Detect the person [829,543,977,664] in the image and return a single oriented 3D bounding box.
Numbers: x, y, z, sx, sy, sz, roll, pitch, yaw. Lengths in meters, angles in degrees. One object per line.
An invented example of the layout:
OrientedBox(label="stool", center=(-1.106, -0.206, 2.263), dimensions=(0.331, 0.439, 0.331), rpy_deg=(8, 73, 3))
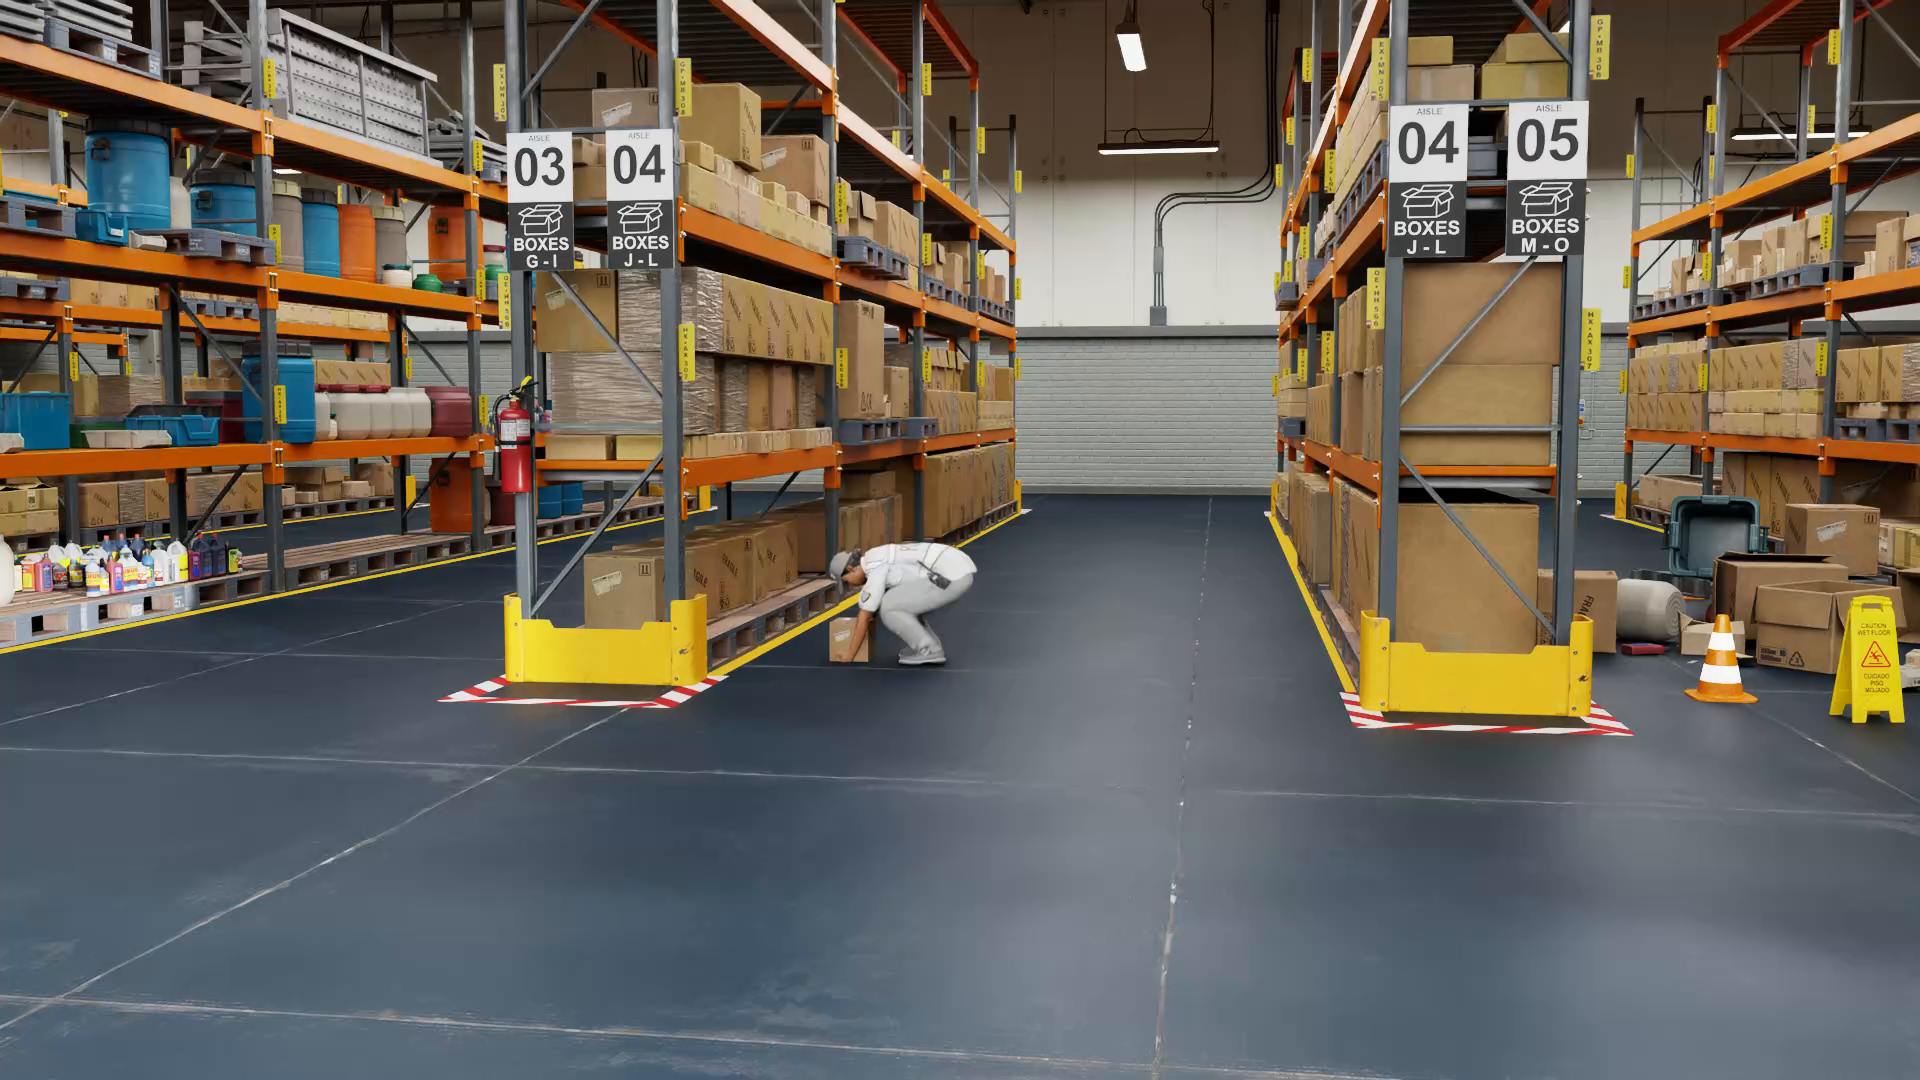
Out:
OrientedBox(label="person", center=(-0.368, 0.406, 10.617), dimensions=(0.941, 0.772, 0.505), rpy_deg=(1, 5, 7))
